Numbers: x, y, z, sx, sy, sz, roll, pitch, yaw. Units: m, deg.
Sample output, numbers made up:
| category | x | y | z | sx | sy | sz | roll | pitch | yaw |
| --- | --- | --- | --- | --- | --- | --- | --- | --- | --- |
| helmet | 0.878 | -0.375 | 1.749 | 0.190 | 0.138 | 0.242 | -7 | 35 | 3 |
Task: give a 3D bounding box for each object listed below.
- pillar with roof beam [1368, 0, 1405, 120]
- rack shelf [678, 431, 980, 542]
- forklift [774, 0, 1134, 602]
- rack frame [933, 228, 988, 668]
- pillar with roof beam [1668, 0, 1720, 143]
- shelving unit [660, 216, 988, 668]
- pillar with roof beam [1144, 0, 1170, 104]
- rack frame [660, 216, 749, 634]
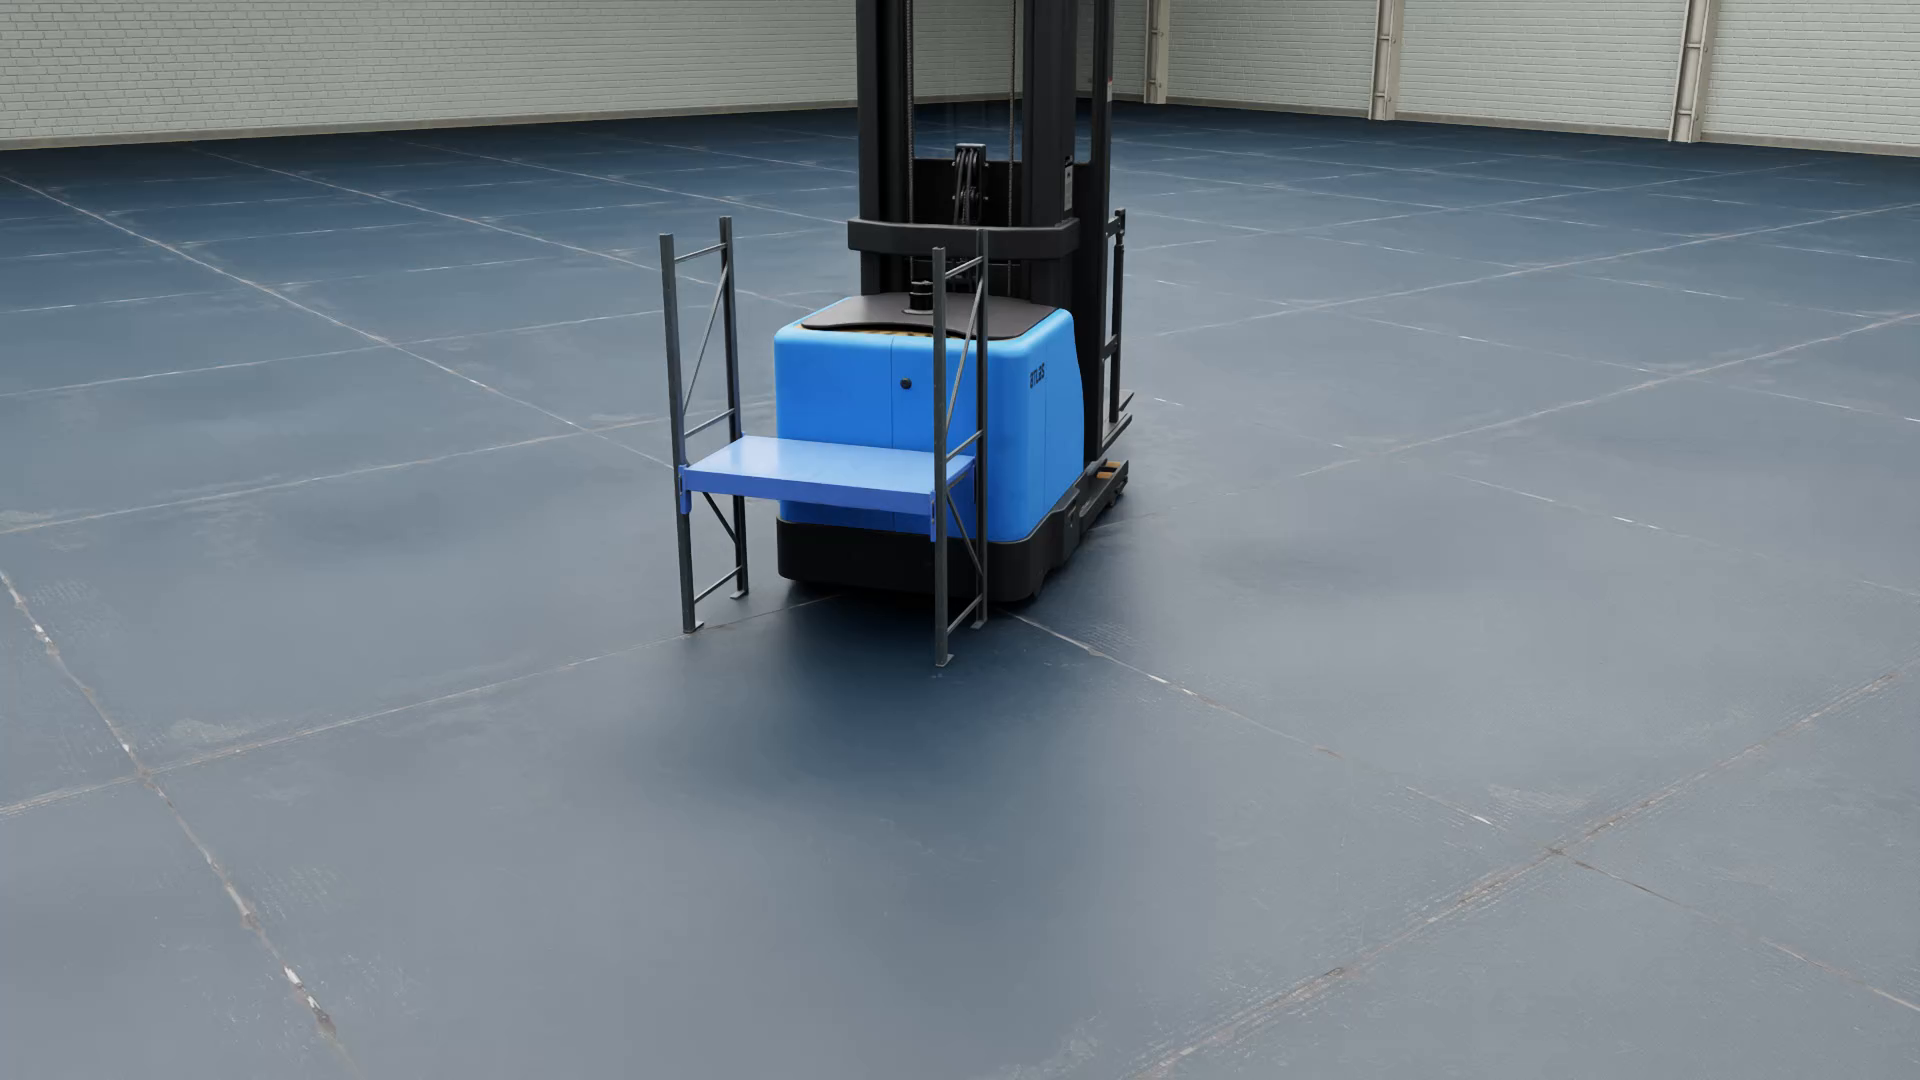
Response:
| category | x | y | z | sx | sy | sz | roll | pitch | yaw |
| --- | --- | --- | --- | --- | --- | --- | --- | --- | --- |
| pillar with roof beam | 4.529 | -11.314 | 27.216 | 9.100 | 9.000 | 0.400 | -14 | 23 | -36 |
| rack shelf | -0.473 | -0.210 | 6.175 | 1.000 | 0.185 | 0.538 | 6 | 20 | 18 |
| forklift | 0.183 | -1.579 | 7.467 | 1.130 | 2.935 | 3.031 | 6 | 19 | 16 |
| rack frame | 0.007 | -0.328 | 5.959 | 0.032 | 1.500 | 0.500 | 6 | 20 | 18 |
| pillar with roof beam | 8.255 | -9.836 | 22.751 | 9.100 | 9.000 | 0.400 | -14 | 23 | -36 |
| shelving unit | -0.474 | -0.380 | 6.118 | 1.048 | 1.500 | 0.538 | 6 | 20 | 18 |
| pillar with roof beam | 0.804 | -12.793 | 31.681 | 9.100 | 9.000 | 0.400 | -14 | 23 | -36 |
| rack frame | -0.954 | -0.433 | 6.276 | 0.032 | 1.500 | 0.500 | 6 | 20 | 18 |
